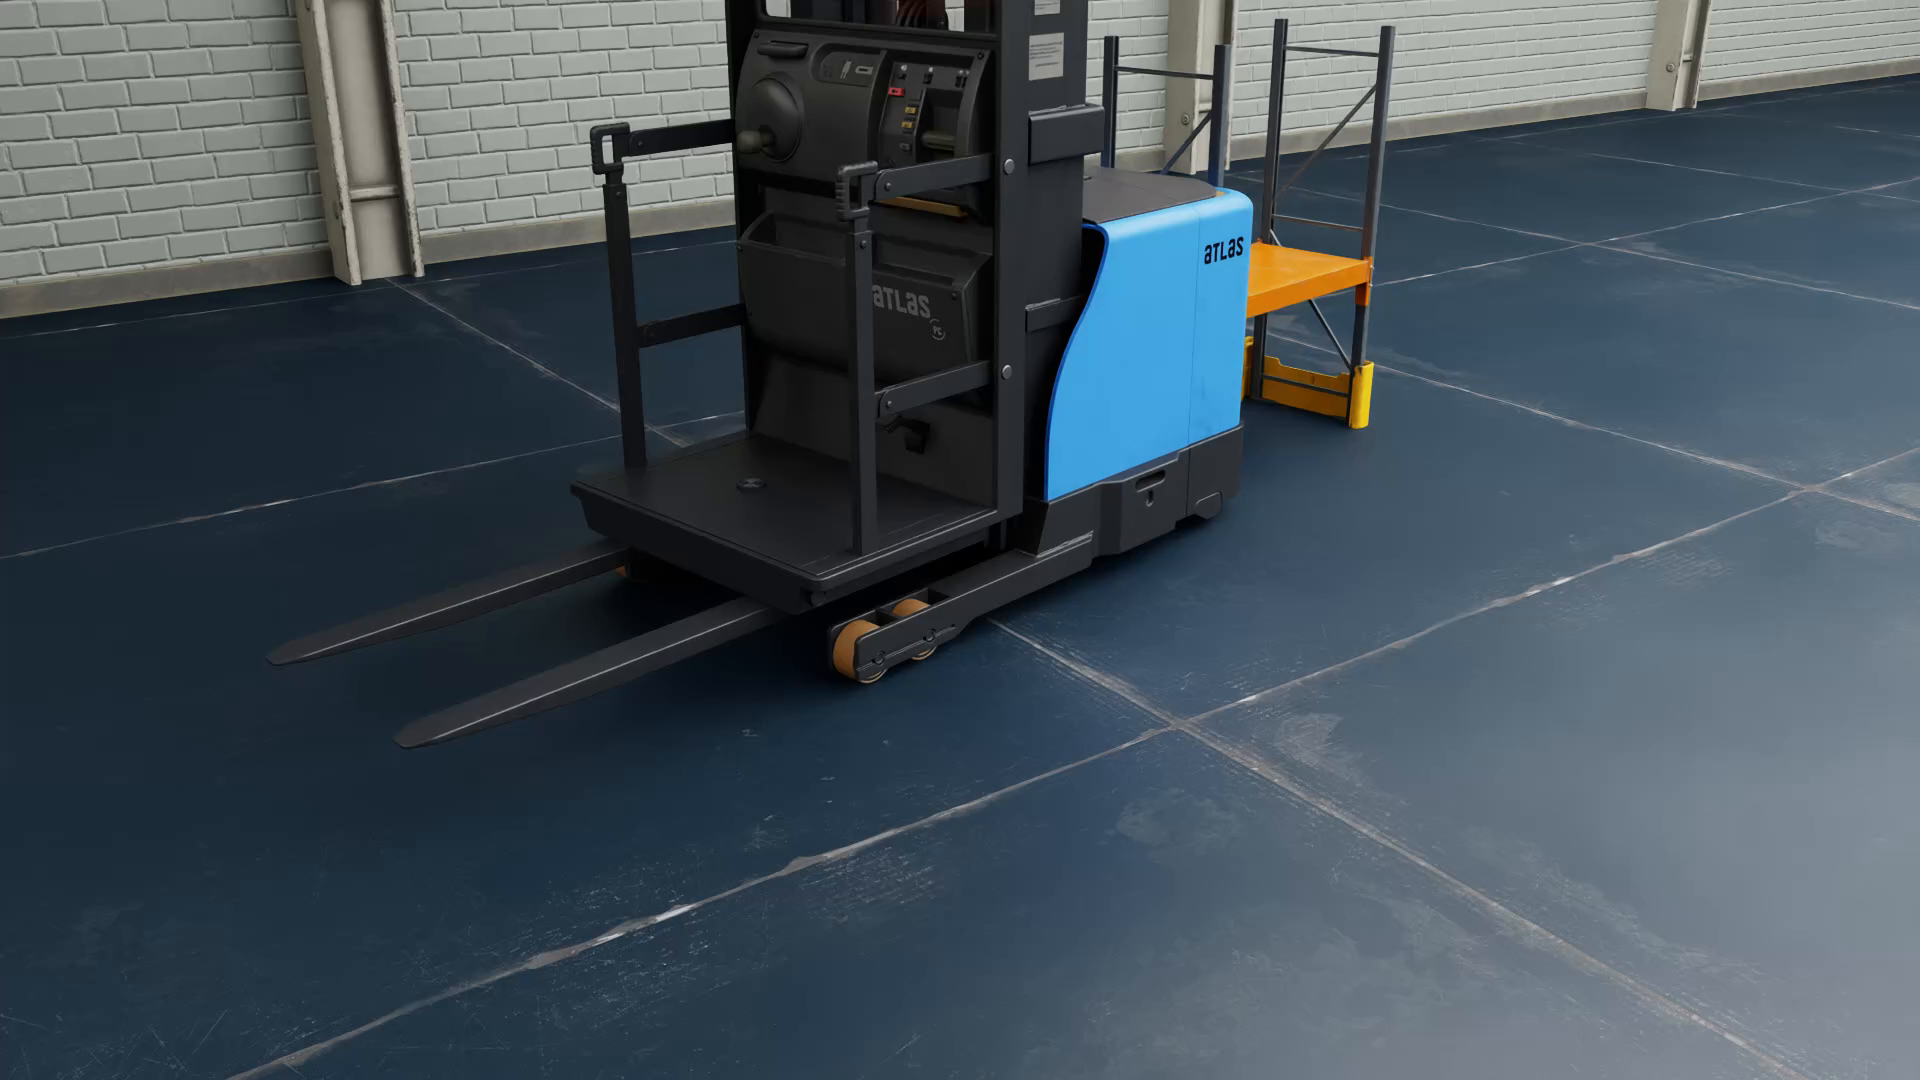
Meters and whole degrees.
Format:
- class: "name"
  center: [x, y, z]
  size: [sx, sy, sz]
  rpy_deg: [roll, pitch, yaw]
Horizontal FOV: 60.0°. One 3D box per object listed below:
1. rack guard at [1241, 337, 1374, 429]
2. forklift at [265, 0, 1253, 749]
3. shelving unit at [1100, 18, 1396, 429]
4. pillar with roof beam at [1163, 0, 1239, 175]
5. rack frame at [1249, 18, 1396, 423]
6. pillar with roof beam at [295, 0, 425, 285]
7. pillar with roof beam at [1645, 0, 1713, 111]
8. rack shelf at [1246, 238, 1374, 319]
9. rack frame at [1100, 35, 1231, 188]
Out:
- class: "rack guard"
  center: [1.369, -0.633, 6.646]
  size: [0.587, 0.250, 0.087]
  rpy_deg: [20, 29, 40]
- class: "forklift"
  center: [-0.428, -1.192, 4.429]
  size: [1.130, 2.935, 3.031]
  rpy_deg: [19, 29, 39]
- class: "shelving unit"
  center: [1.024, -1.081, 6.081]
  size: [0.587, 1.500, 1.083]
  rpy_deg: [20, 29, 40]
- class: "pillar with roof beam"
  center: [4.249, -5.612, 7.320]
  size: [0.400, 9.000, 9.100]
  rpy_deg: [-15, 26, -33]
- class: "rack frame"
  center: [1.383, -1.219, 6.427]
  size: [0.500, 1.500, 0.032]
  rpy_deg: [20, 29, 40]
- class: "pillar with roof beam"
  center: [-0.622, -4.314, 4.065]
  size: [0.400, 9.000, 9.100]
  rpy_deg: [-15, 26, -33]
- class: "pillar with roof beam"
  center: [9.119, -6.911, 10.574]
  size: [0.400, 9.000, 9.100]
  rpy_deg: [-15, 26, -33]
- class: "rack shelf"
  center: [1.030, -0.916, 6.154]
  size: [0.538, 0.185, 1.000]
  rpy_deg: [20, 29, 40]
- class: "rack frame"
  center: [0.677, -0.947, 5.747]
  size: [0.500, 1.500, 0.032]
  rpy_deg: [20, 29, 40]
